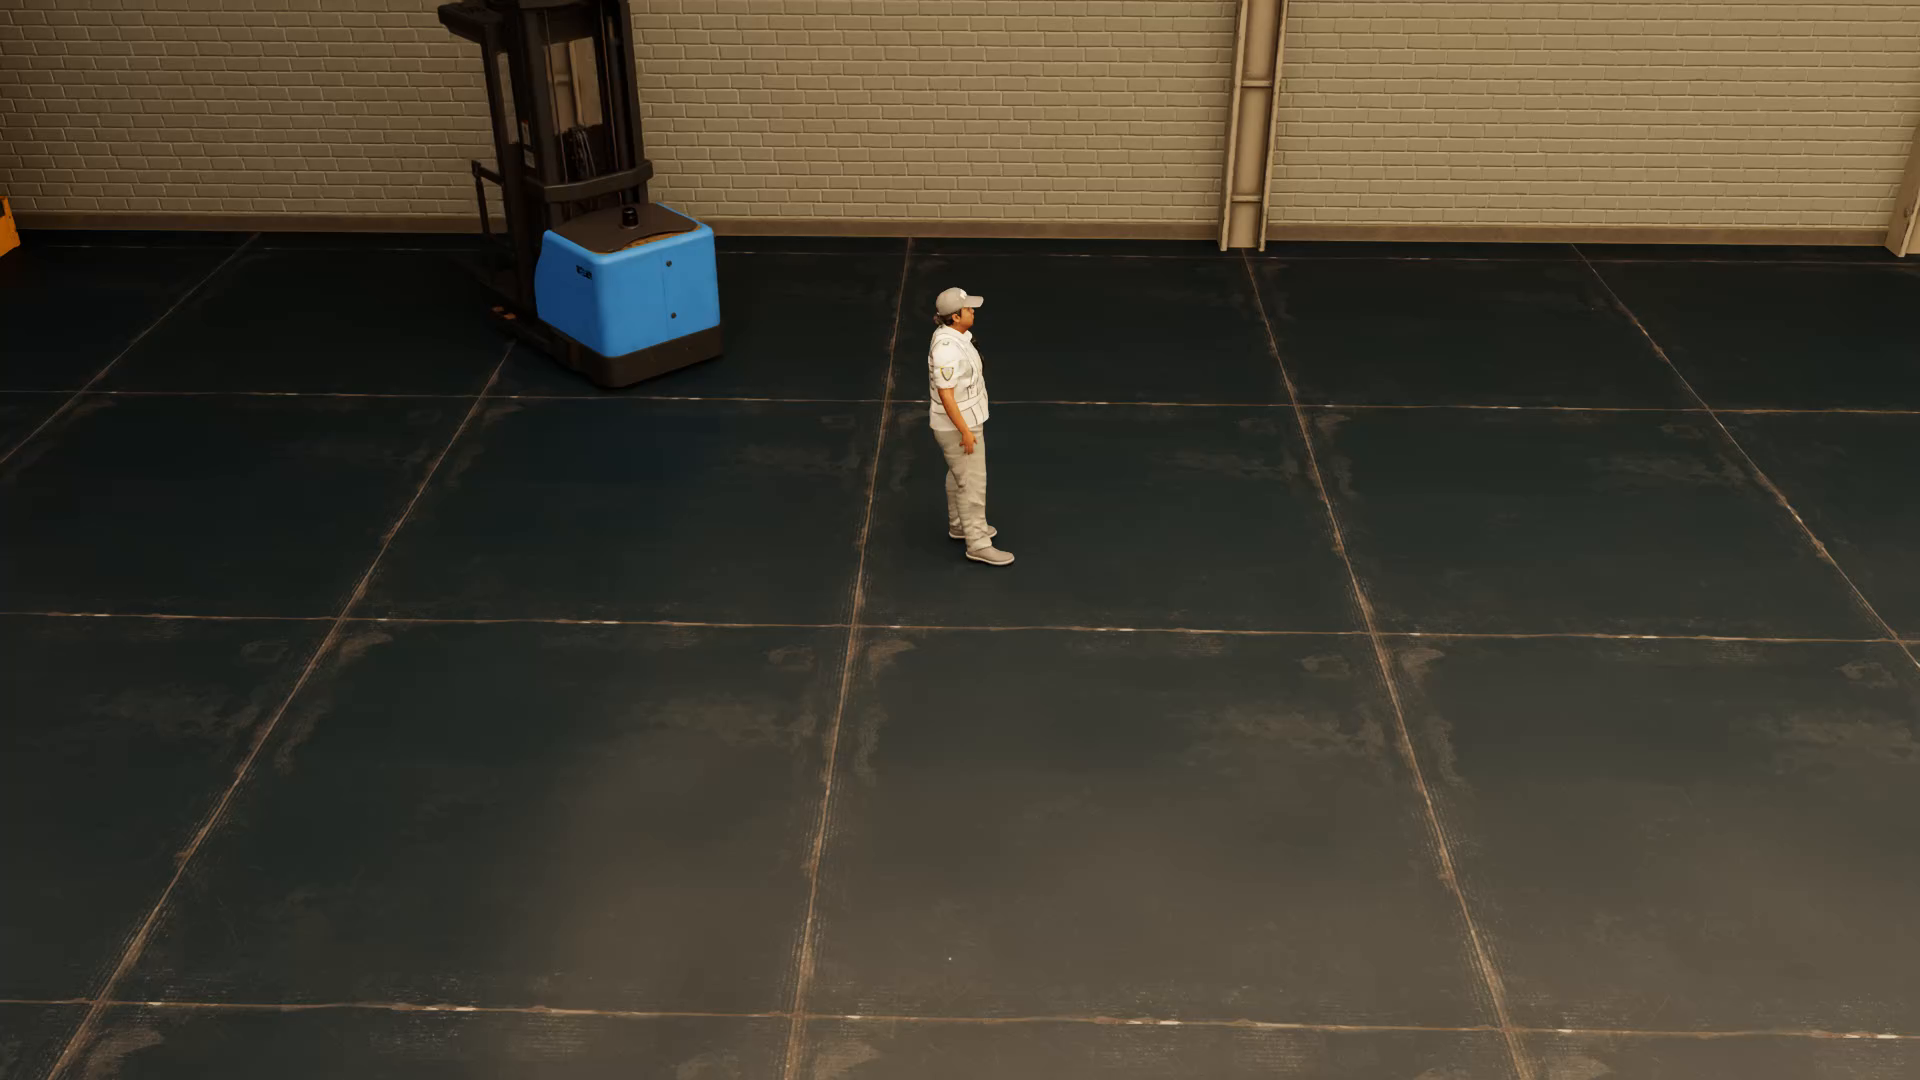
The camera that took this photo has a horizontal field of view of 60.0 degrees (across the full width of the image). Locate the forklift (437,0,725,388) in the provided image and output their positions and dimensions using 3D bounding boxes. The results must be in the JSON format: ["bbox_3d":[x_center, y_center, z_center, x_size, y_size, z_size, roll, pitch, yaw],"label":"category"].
[{"bbox_3d":[-3.163,-3.054,12.794,1.130,2.935,3.031,-24,38,-35],"label":"forklift"}]

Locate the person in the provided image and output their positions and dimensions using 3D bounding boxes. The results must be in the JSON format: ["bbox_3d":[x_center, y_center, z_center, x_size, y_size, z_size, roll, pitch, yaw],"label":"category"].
[{"bbox_3d":[0.076,-0.711,10.051,0.529,1.670,0.598,1,31,1],"label":"person"}]
